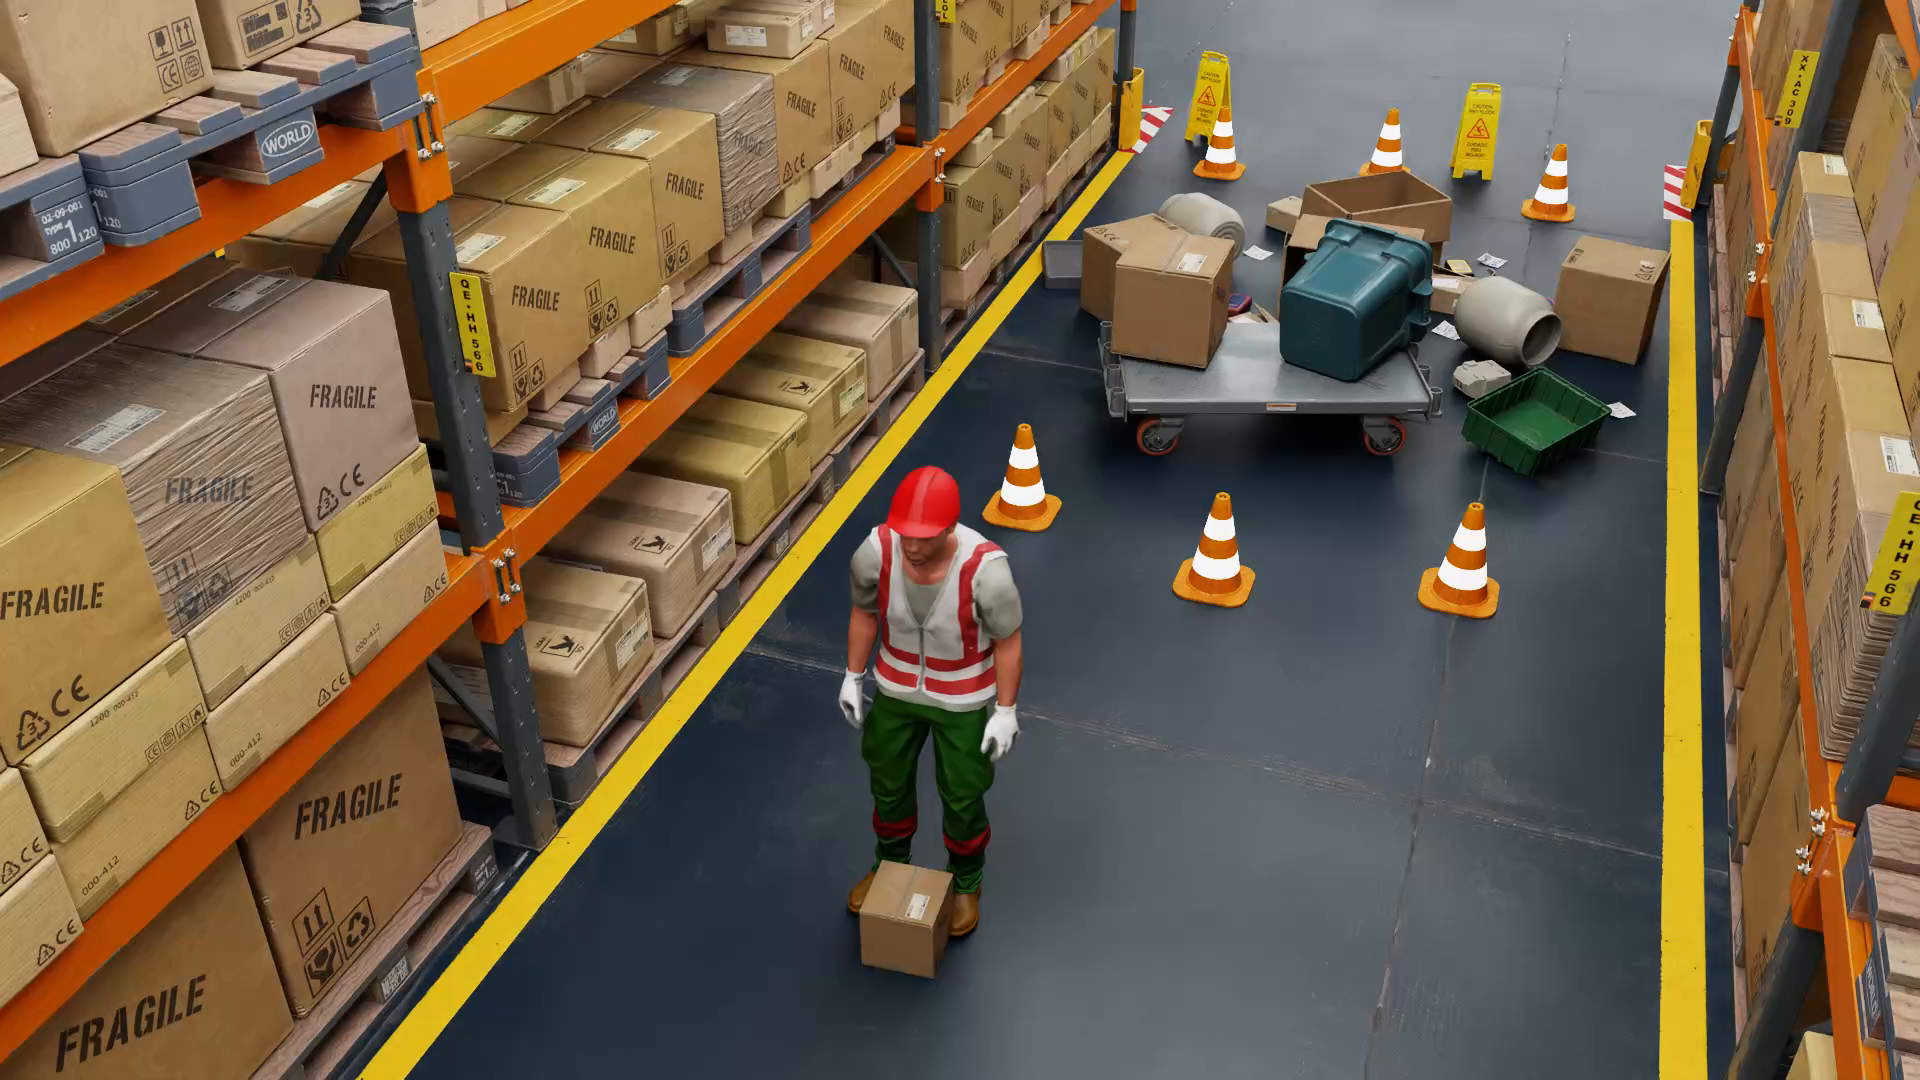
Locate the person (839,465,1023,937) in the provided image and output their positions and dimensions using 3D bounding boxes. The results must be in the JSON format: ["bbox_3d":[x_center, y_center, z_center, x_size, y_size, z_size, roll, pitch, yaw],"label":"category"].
[{"bbox_3d":[-0.099,0.514,5.333,0.608,1.779,0.453,11,35,16],"label":"person"}]
